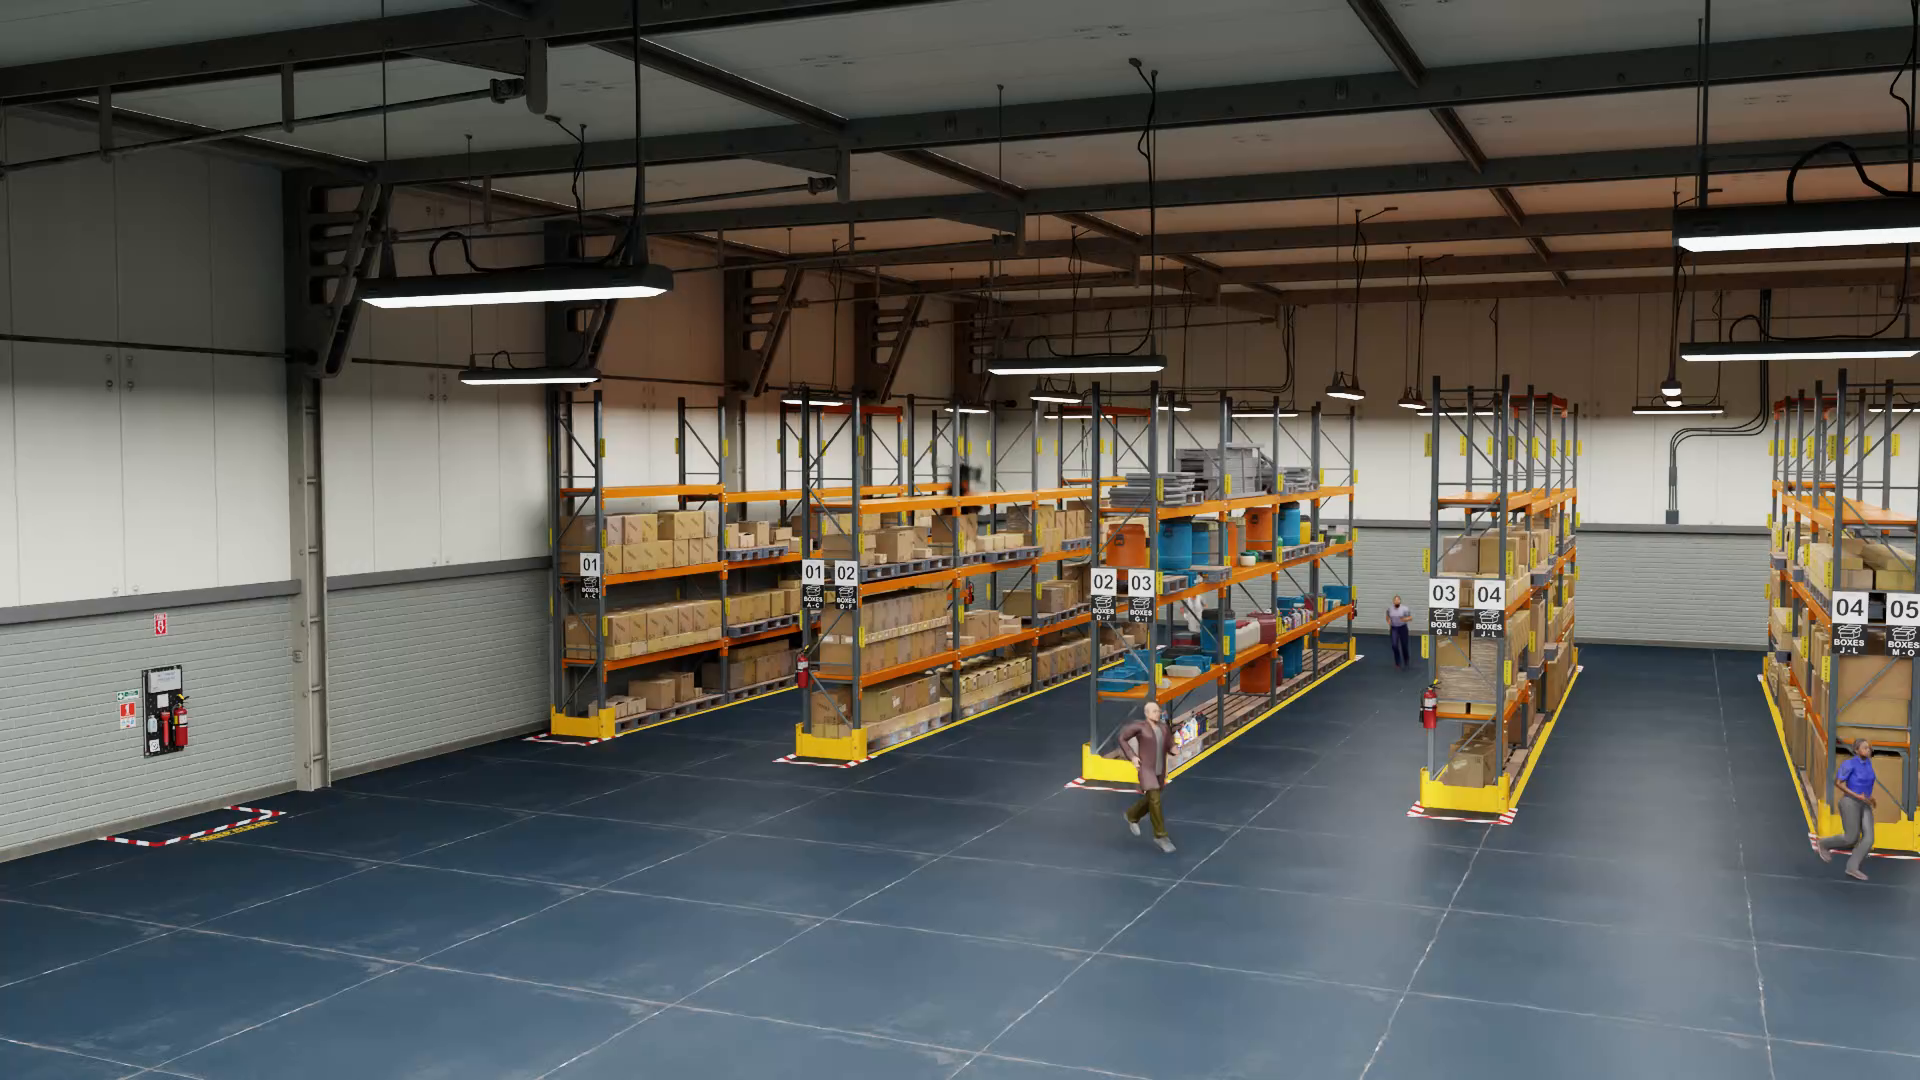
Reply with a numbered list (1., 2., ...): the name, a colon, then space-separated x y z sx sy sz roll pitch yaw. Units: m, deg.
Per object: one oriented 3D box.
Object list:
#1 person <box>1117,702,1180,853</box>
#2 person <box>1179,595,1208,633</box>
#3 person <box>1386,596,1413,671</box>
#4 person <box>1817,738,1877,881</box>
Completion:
1. person: 2.399 2.940 20.956 0.703 1.805 1.041 -2 4 -37
2. person: 5.638 1.931 40.065 0.680 1.728 0.543 0 3 0
3. person: 9.973 2.103 37.801 0.607 1.692 0.796 1 3 20
4. person: 10.481 3.126 19.537 0.575 1.626 0.683 -1 3 -21
